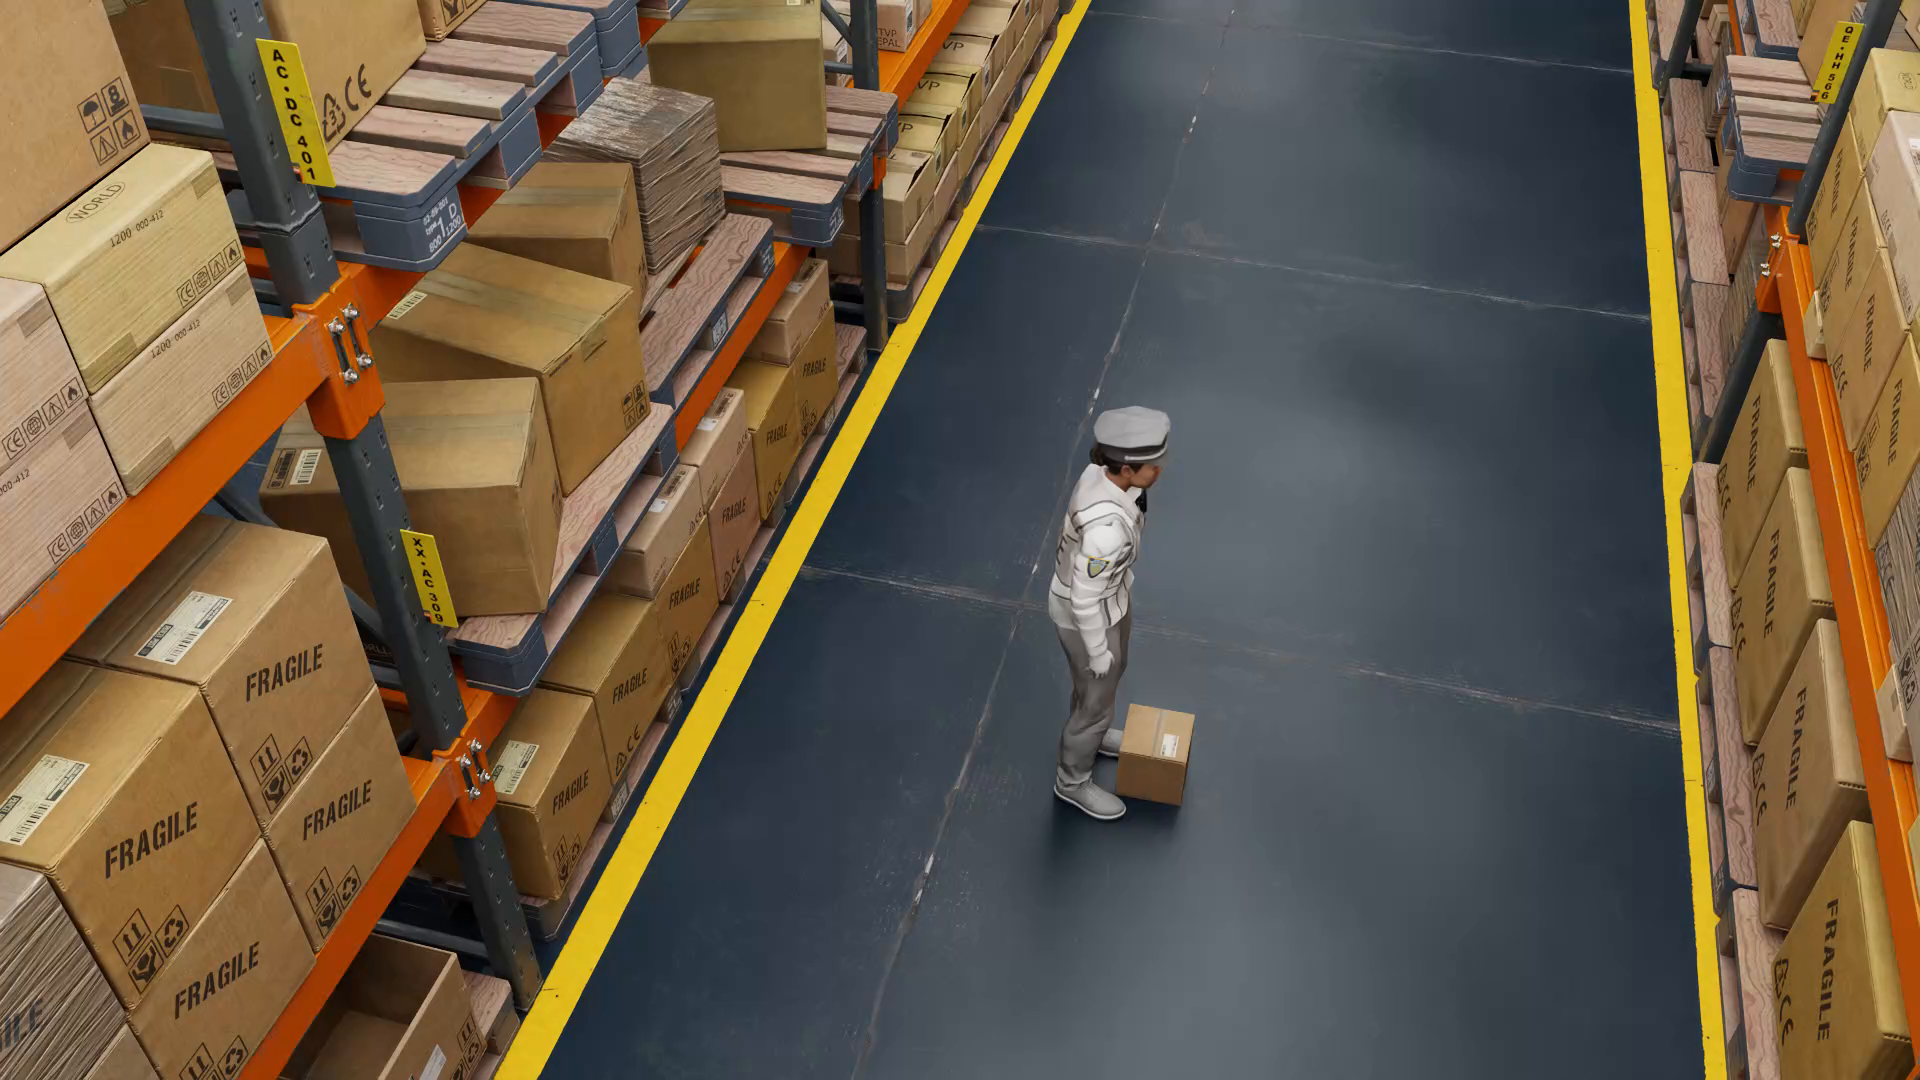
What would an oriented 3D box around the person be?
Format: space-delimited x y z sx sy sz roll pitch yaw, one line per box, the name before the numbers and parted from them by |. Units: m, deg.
person | 0.502 0.246 5.876 0.375 1.662 0.528 8 42 9
